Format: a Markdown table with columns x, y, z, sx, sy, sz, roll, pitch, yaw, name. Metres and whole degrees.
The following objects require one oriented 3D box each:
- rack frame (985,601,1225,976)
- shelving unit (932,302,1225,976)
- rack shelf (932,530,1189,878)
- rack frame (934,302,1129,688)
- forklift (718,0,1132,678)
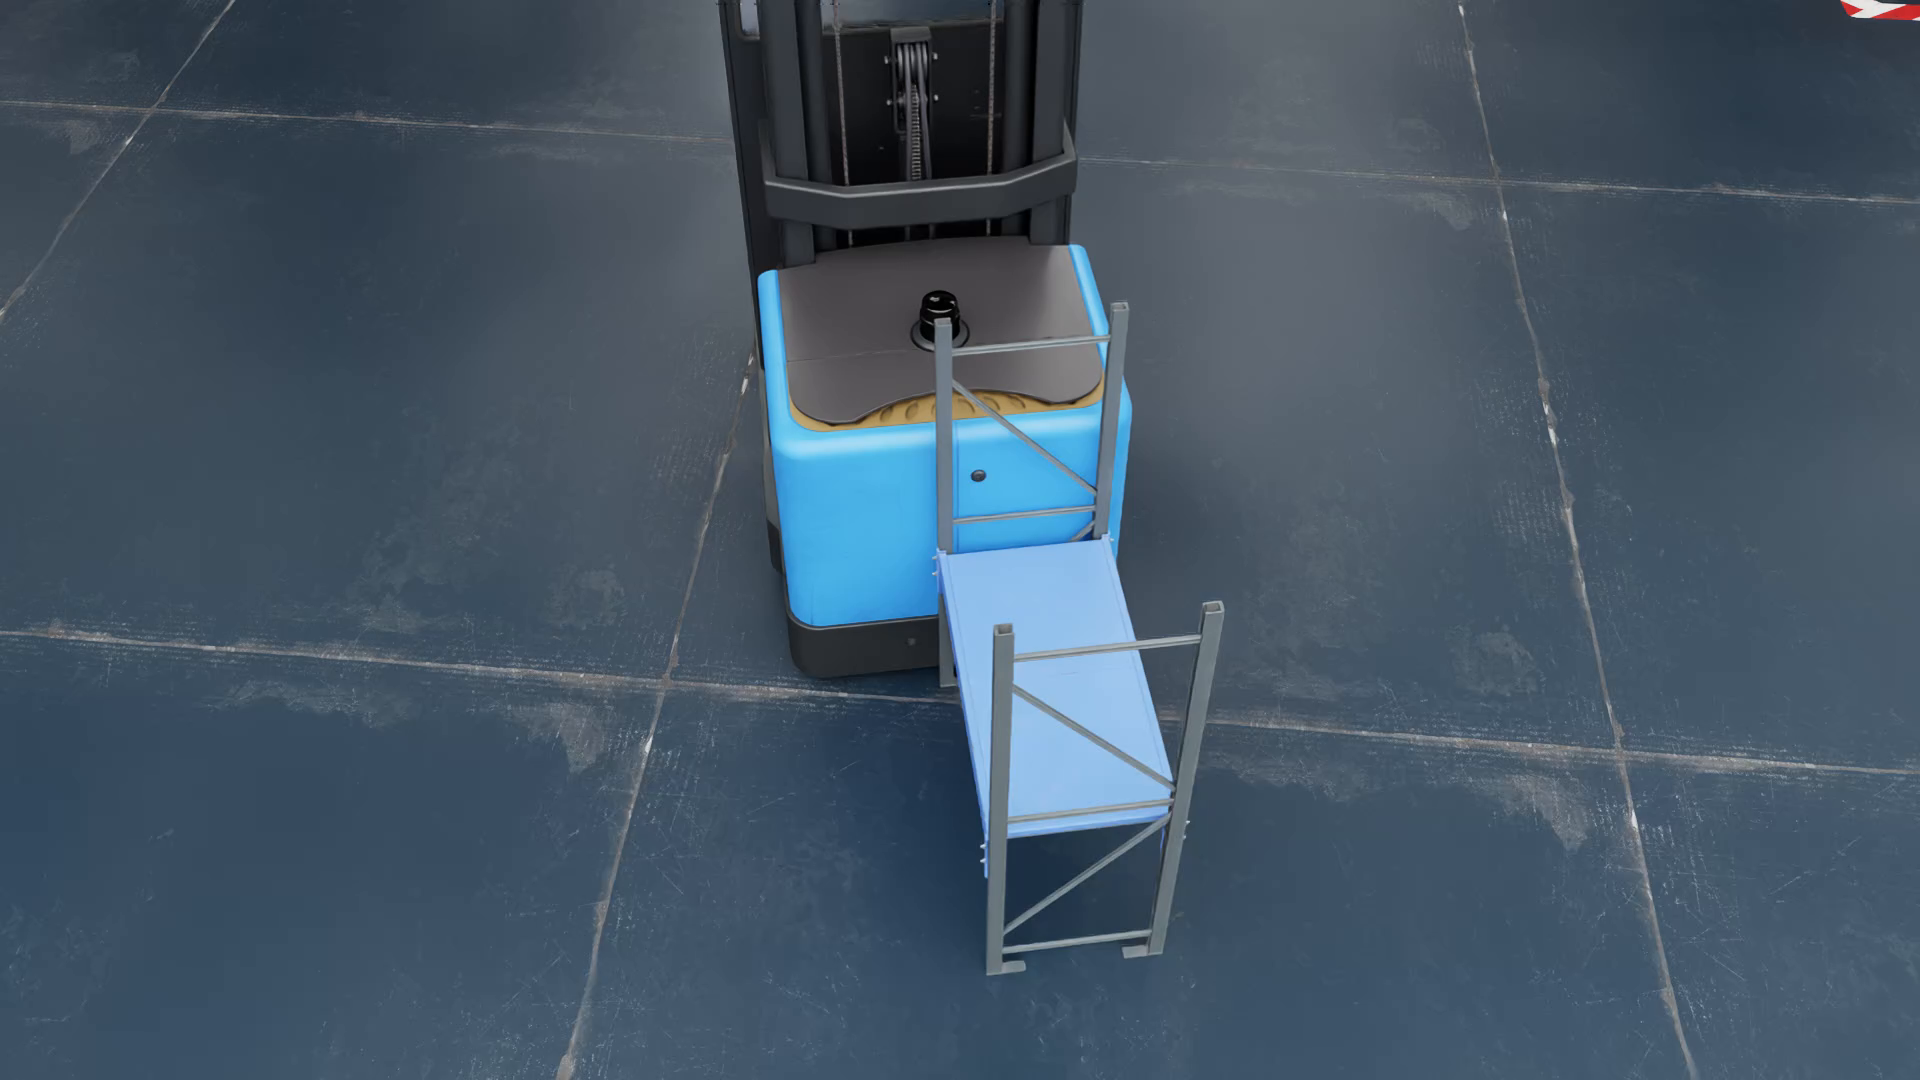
| x | y | z | sx | sy | sz | roll | pitch | yaw | name |
| --- | --- | --- | --- | --- | --- | --- | --- | --- | --- |
| 0.321 | 0.673 | 4.118 | 0.500 | 1.500 | 0.032 | -6 | 48 | -5 | rack frame |
| 0.252 | 0.302 | 4.458 | 0.538 | 1.500 | 1.048 | -6 | 48 | -5 | shelving unit |
| 0.252 | 0.423 | 4.590 | 0.538 | 0.185 | 1.000 | -6 | 48 | -5 | rack shelf |
| 0.184 | -0.070 | 4.798 | 0.500 | 1.500 | 0.032 | -6 | 48 | -5 | rack frame |
| -0.208 | -1.654 | 5.277 | 1.130 | 2.935 | 3.031 | -6 | 48 | -5 | forklift |
